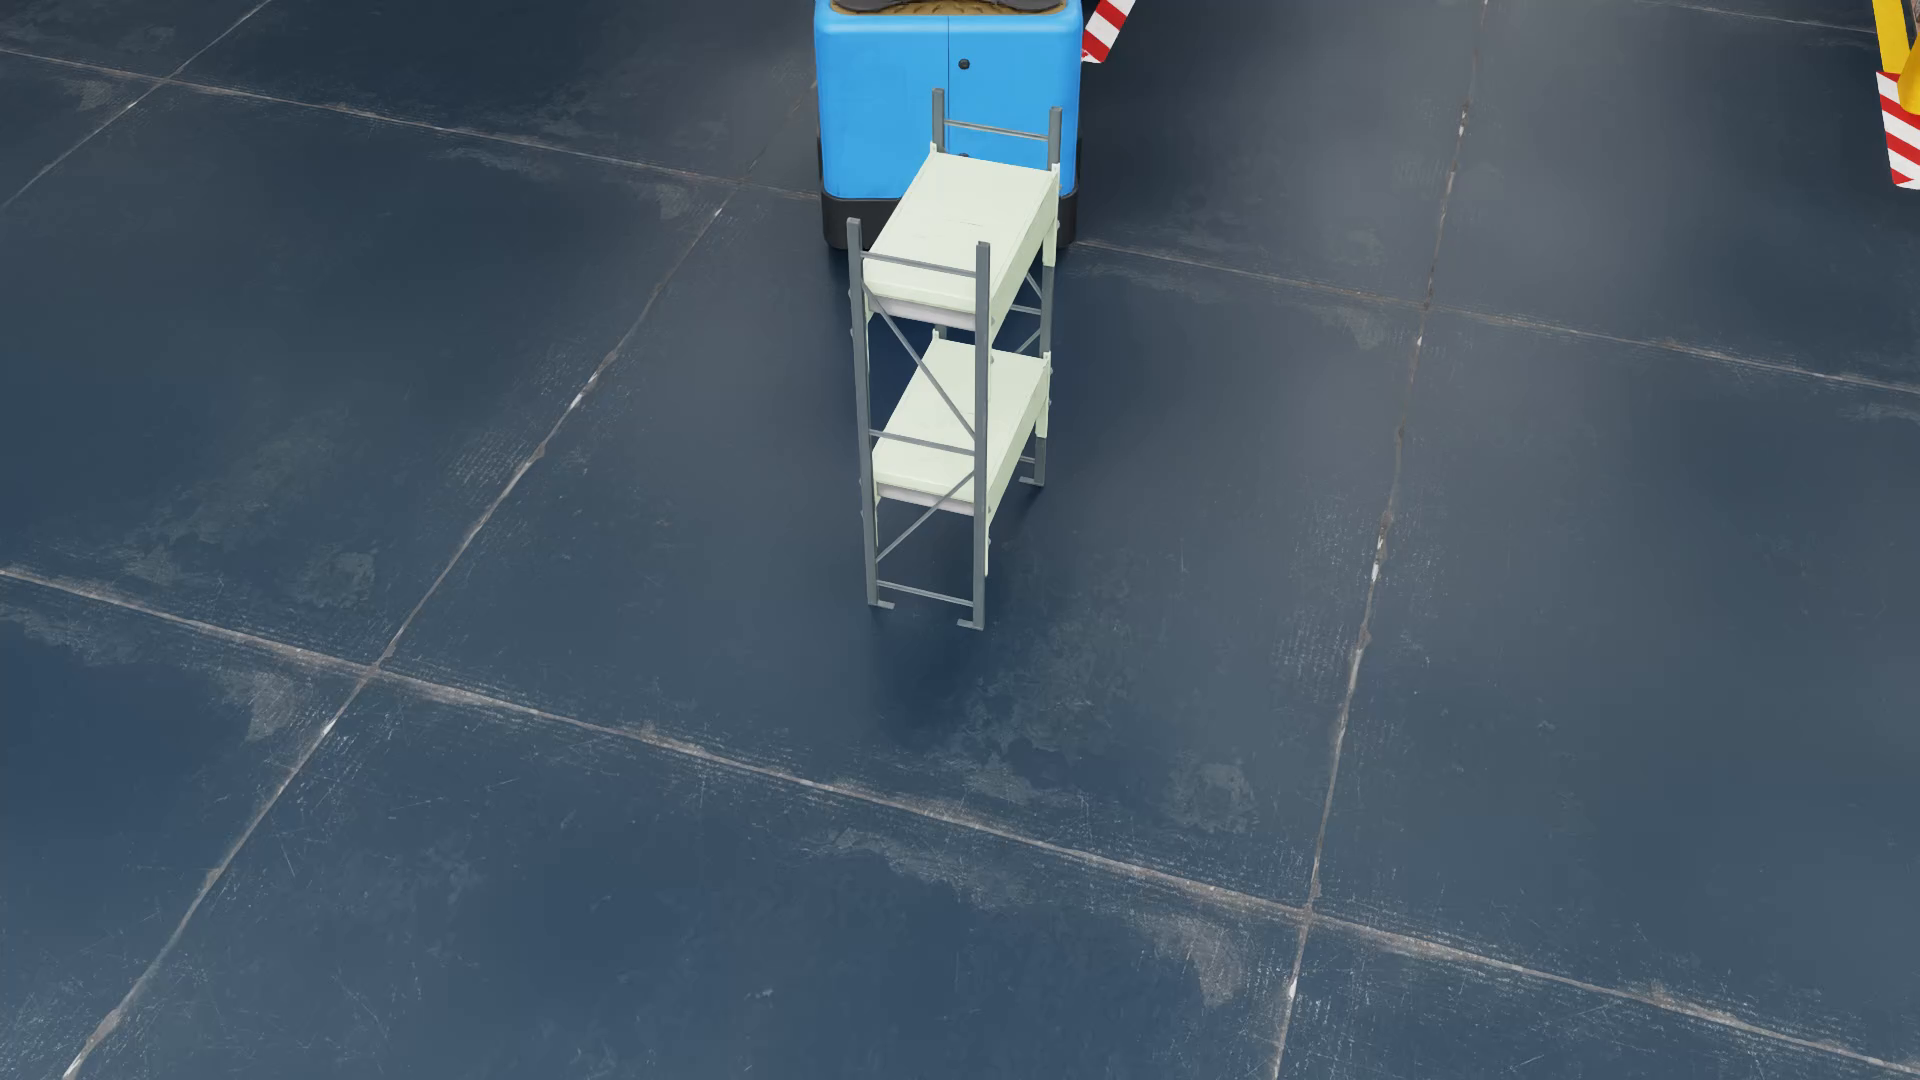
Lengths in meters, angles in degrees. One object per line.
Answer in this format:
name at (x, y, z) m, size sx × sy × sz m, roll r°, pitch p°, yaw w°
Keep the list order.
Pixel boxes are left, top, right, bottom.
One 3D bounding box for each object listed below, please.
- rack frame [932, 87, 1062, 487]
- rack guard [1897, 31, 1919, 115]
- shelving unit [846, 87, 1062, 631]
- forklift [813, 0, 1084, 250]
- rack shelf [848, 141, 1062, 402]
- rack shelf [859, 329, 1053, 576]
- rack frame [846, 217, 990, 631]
rack frame at (0.109, -0.776, 5.470) m, size 0.400 × 1.500 × 0.023 m, roll 13°, pitch 46°, yaw 12°
rack guard at (5.027, -2.175, 7.615) m, size 1.175 × 0.500 × 0.348 m, roll 13°, pitch 46°, yaw 13°
shelving unit at (-0.002, -0.532, 5.221) m, size 0.431 × 1.500 × 0.755 m, roll 13°, pitch 46°, yaw 12°
forklift at (-0.050, -3.254, 6.980) m, size 1.130 × 2.935 × 3.031 m, roll 0°, pitch 44°, yaw 0°
rack shelf at (-0.002, -0.811, 4.948) m, size 0.431 × 0.370 × 0.720 m, roll 13°, pitch 46°, yaw 12°
rack shelf at (-0.002, -0.299, 5.449) m, size 0.431 × 0.370 × 0.720 m, roll 13°, pitch 46°, yaw 12°
rack frame at (-0.113, -0.288, 4.972) m, size 0.400 × 1.500 × 0.023 m, roll 13°, pitch 46°, yaw 12°
